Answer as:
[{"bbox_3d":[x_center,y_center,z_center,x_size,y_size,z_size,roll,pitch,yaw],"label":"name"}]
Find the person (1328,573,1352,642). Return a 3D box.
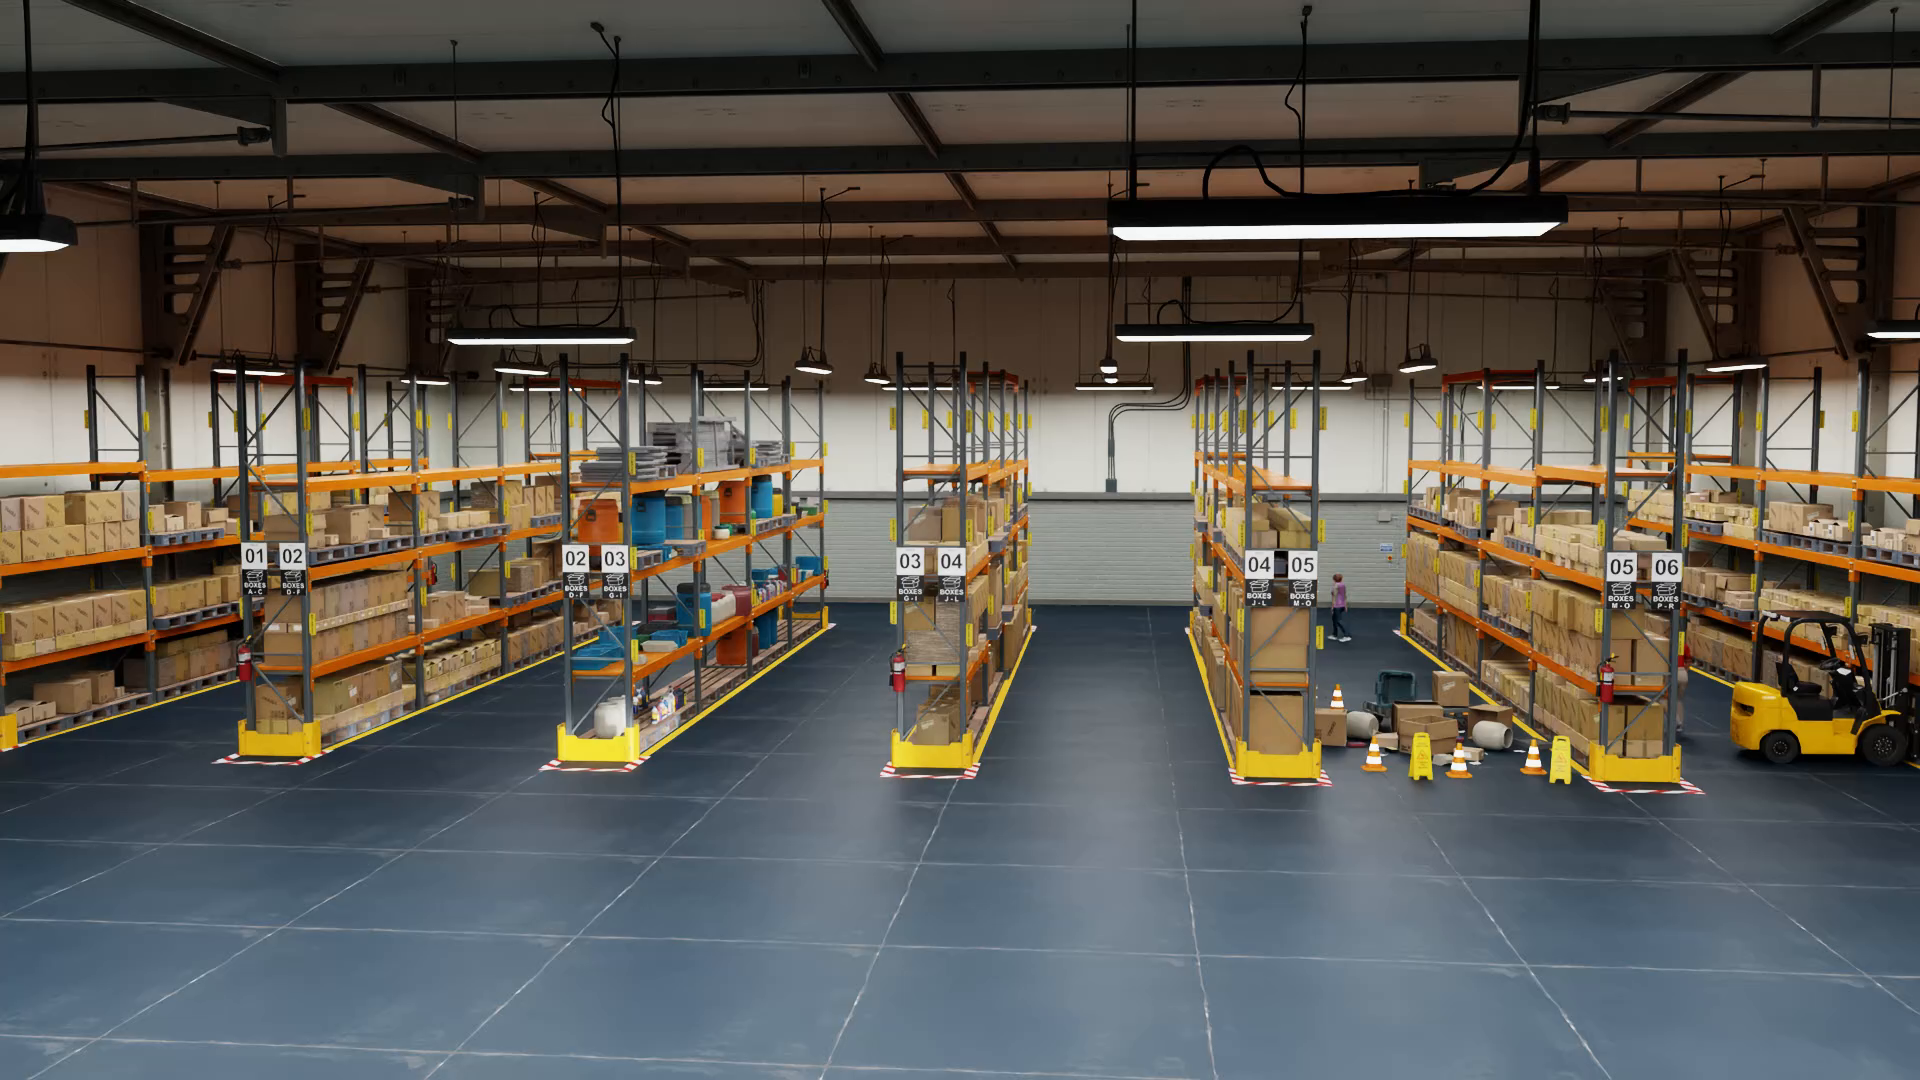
[{"bbox_3d":[8.642,1.528,37.890,0.740,1.560,0.452,4,5,41],"label":"person"}]

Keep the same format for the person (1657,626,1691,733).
[{"bbox_3d":[11.564,2.255,26.847,0.610,1.708,0.609,-1,4,-18],"label":"person"}]
